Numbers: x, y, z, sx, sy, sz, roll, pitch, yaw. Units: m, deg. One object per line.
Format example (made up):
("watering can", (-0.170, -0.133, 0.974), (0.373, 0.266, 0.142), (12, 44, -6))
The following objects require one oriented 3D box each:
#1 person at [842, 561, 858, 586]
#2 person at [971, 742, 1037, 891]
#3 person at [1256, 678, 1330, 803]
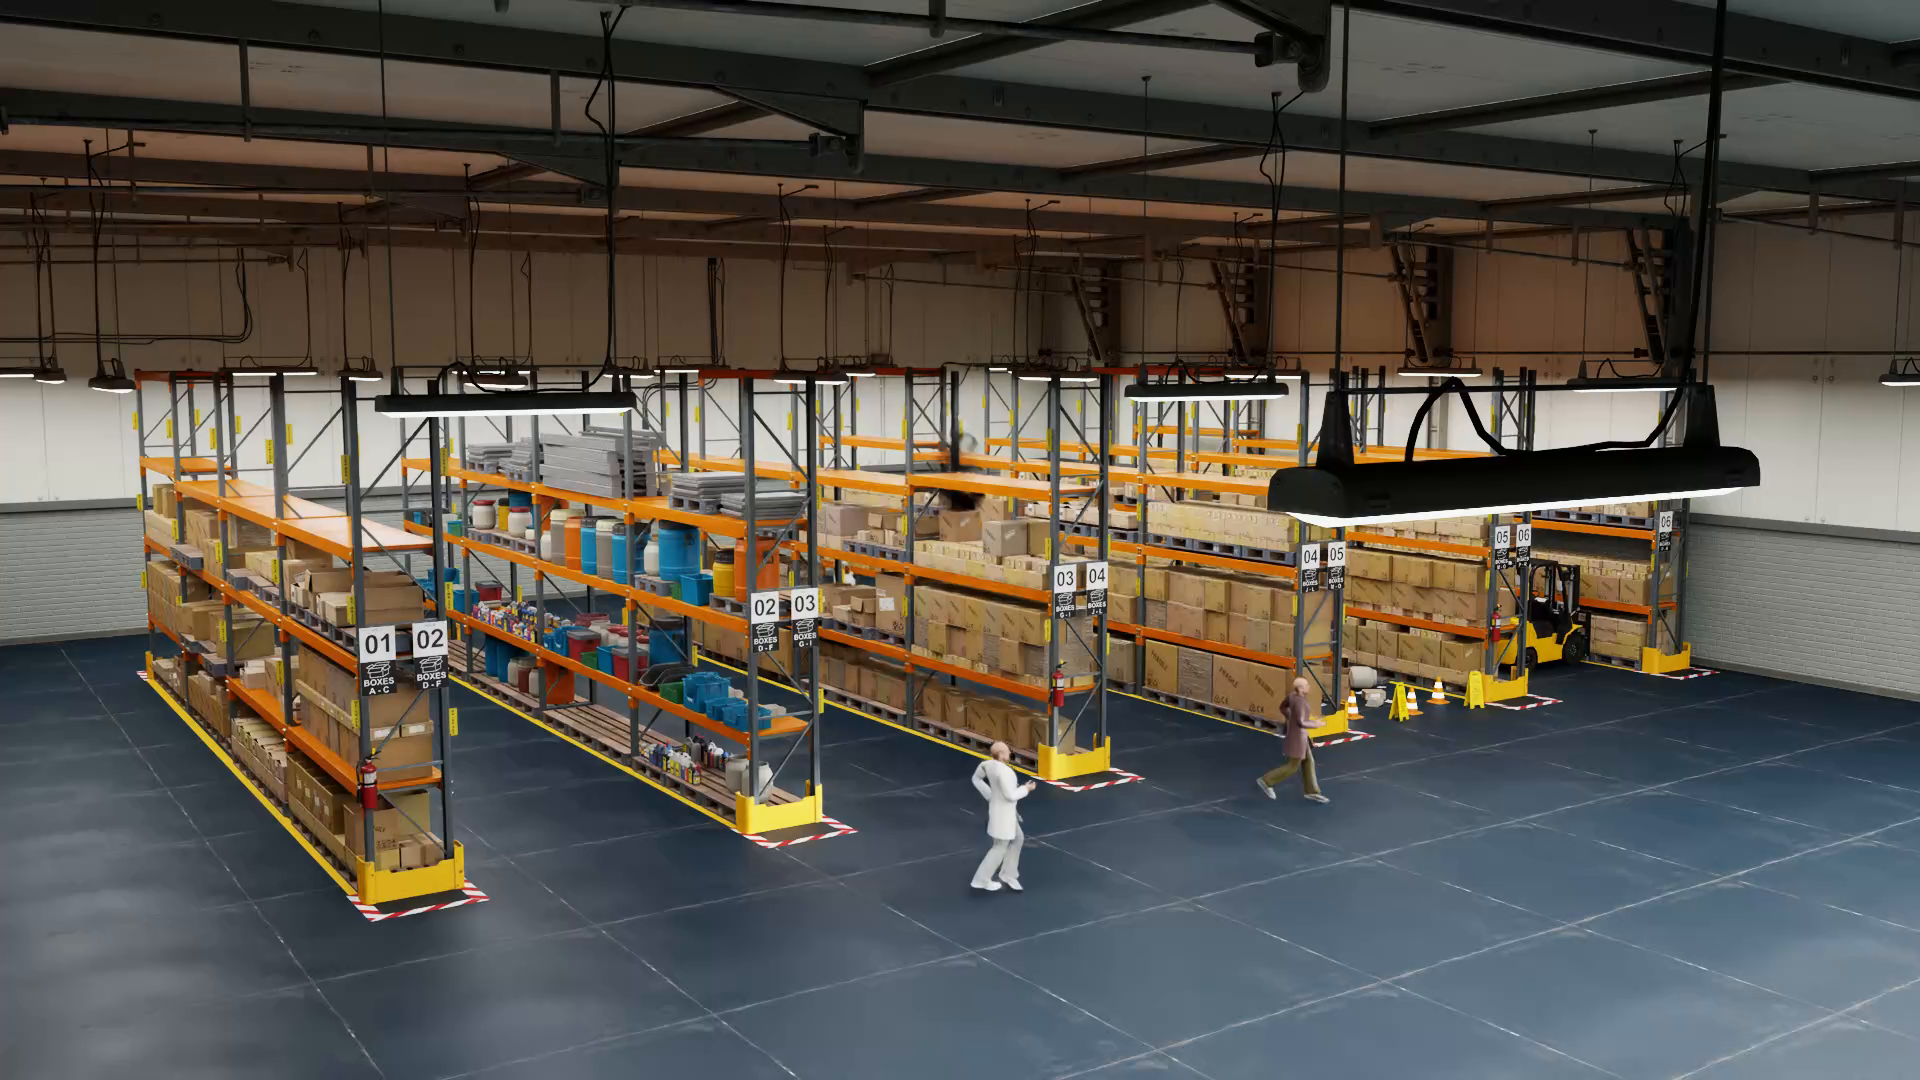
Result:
("person", (-2.573, 1.306, 37.291), (0.612, 1.706, 0.909), (-4, 8, -33))
("person", (0.500, 3.263, 19.466), (0.790, 1.840, 0.684), (-1, 7, -12))
("person", (4.690, 2.858, 23.366), (1.048, 1.715, 0.719), (1, 6, 5))
